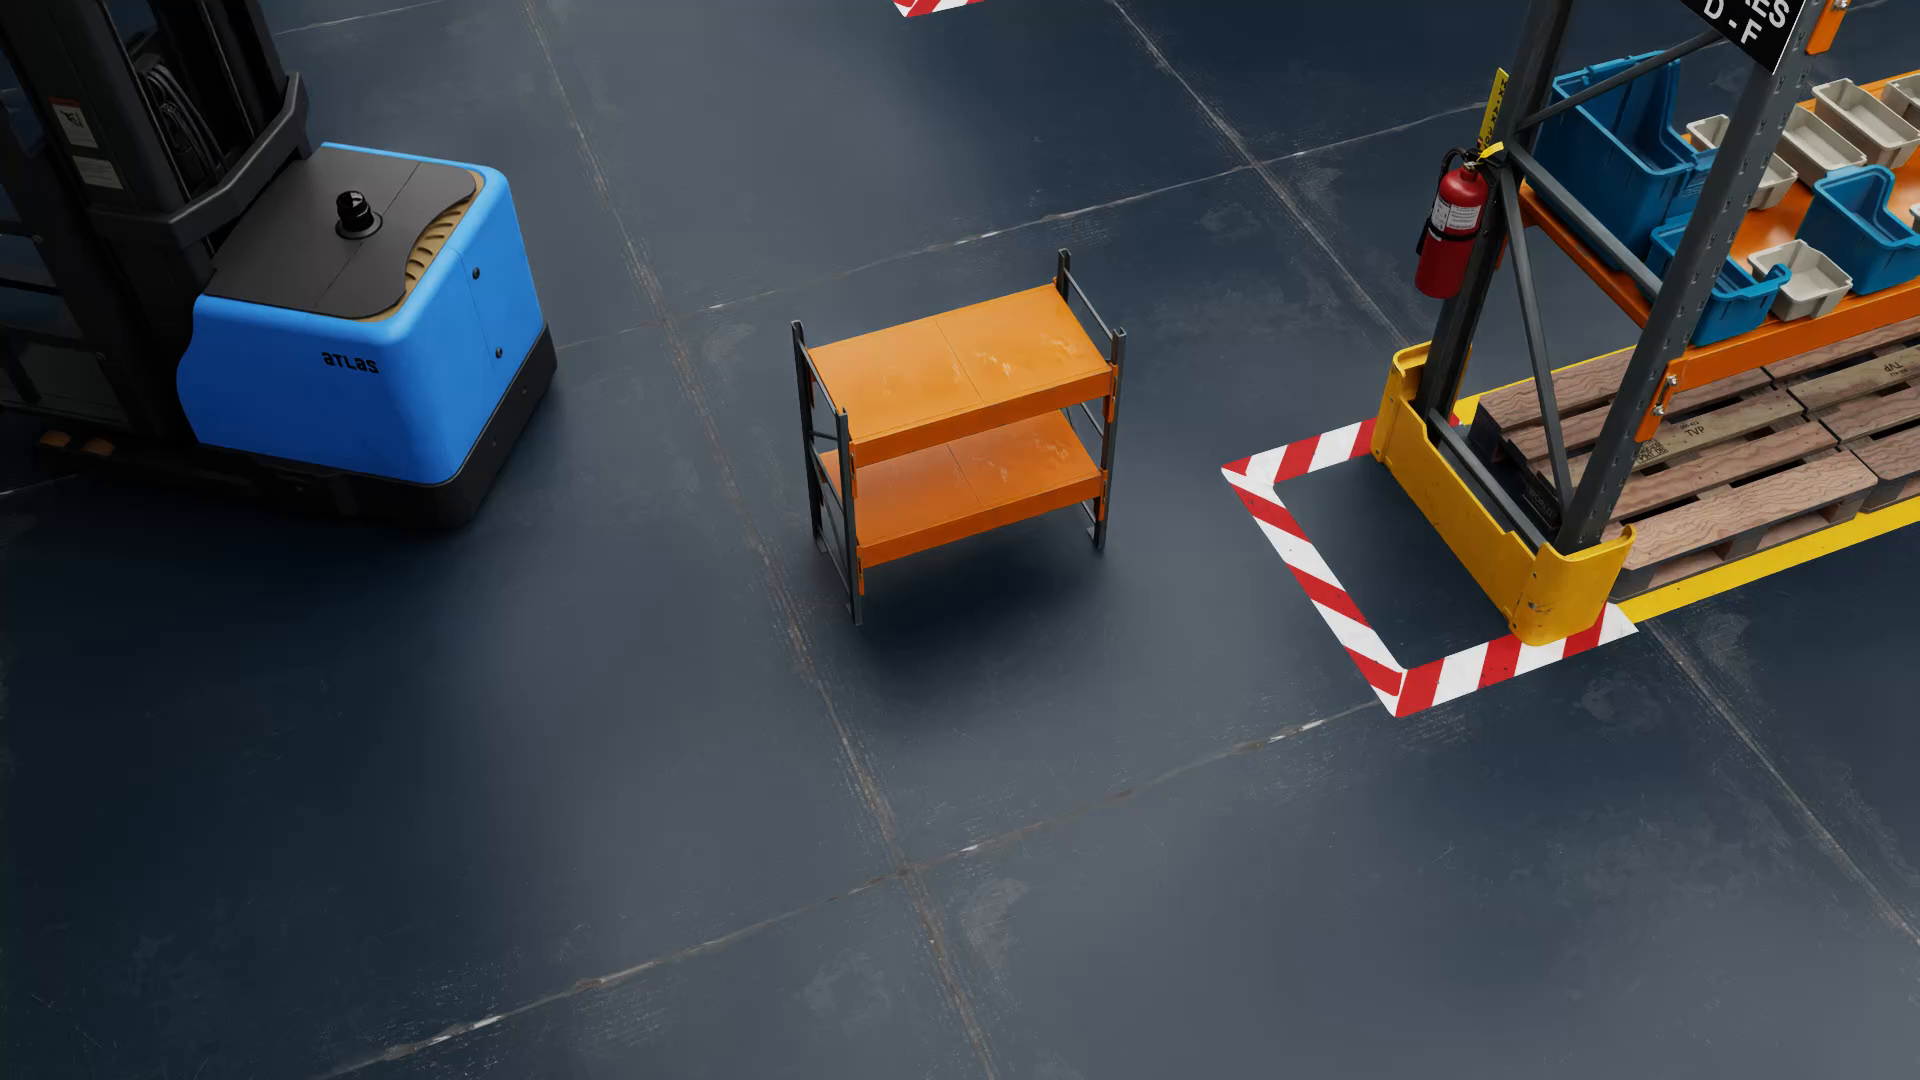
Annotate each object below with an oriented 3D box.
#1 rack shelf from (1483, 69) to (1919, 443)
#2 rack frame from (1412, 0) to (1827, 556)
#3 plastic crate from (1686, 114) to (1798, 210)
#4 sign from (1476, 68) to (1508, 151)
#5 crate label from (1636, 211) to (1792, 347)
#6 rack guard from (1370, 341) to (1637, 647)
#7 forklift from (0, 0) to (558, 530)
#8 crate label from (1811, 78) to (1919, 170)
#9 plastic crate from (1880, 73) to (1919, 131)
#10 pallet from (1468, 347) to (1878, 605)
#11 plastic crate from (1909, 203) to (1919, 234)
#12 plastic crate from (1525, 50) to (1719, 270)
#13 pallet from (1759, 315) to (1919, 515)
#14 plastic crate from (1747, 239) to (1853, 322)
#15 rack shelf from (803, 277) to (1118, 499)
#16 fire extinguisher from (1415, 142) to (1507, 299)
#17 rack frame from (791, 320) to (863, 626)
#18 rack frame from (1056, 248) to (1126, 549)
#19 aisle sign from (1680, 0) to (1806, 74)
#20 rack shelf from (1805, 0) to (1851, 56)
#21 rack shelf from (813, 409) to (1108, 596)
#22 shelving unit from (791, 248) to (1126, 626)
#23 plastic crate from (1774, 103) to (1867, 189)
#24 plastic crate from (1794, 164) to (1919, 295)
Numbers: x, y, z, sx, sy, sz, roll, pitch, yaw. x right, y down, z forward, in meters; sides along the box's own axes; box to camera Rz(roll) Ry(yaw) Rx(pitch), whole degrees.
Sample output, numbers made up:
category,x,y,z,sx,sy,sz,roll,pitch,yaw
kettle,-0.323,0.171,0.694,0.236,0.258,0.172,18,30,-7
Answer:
category,x,y,z,sx,sy,sz,roll,pitch,yaw
rack shelf,3.933,-1.377,6.270,4.000,0.370,1.077,-17,52,-14
rack frame,2.082,-1.038,5.505,0.127,3.000,1.000,-17,52,-14
plastic crate,2.768,-1.332,5.892,0.243,0.136,0.396,-17,52,-14
sign,1.859,-1.473,5.771,0.005,0.325,0.100,-17,52,-14
crate label,2.435,-0.842,5.408,0.303,0.233,0.416,-17,52,-14
rack guard,2.064,-0.207,6.439,0.348,0.500,1.175,-17,52,-14
forklift,-3.301,-1.591,6.025,3.031,2.935,1.130,10,50,9
crate label,3.290,-1.502,6.038,0.243,0.136,0.396,-17,52,-14
plastic crate,3.558,-1.600,6.122,0.250,0.136,0.298,-17,52,-14
pallet,2.860,-0.338,6.742,1.213,0.211,1.003,-17,52,-14
plastic crate,3.391,-1.039,5.640,0.298,0.136,0.250,-17,52,-14
plastic crate,2.321,-1.296,5.664,0.499,0.435,0.616,-17,52,-14
pallet,3.987,-0.686,7.040,1.213,0.211,1.003,-17,52,-14
plastic crate,2.763,-0.845,5.473,0.298,0.136,0.250,-17,52,-14
rack shelf,-0.006,-0.555,5.940,1.000,0.278,0.538,-17,52,-14
fire extinguisher,1.770,-1.167,5.912,0.183,0.674,0.296,-17,52,-14
rack frame,-0.477,-0.219,6.037,0.032,1.125,0.500,-17,52,-14
rack frame,0.464,-0.510,6.288,0.032,1.125,0.500,-17,52,-14
aisle sign,2.127,-1.655,4.322,0.004,0.787,0.394,-17,52,-14
rack shelf,3.933,-2.354,5.132,4.000,0.370,1.077,-17,52,-14
rack shelf,-0.006,-0.205,6.348,1.000,0.278,0.538,-17,52,-14
shelving unit,-0.006,-0.365,6.162,1.048,1.125,0.538,-17,52,-14
plastic crate,3.042,-1.405,5.955,0.243,0.136,0.396,-17,52,-14
plastic crate,3.044,-1.031,5.570,0.300,0.233,0.416,-17,52,-14
